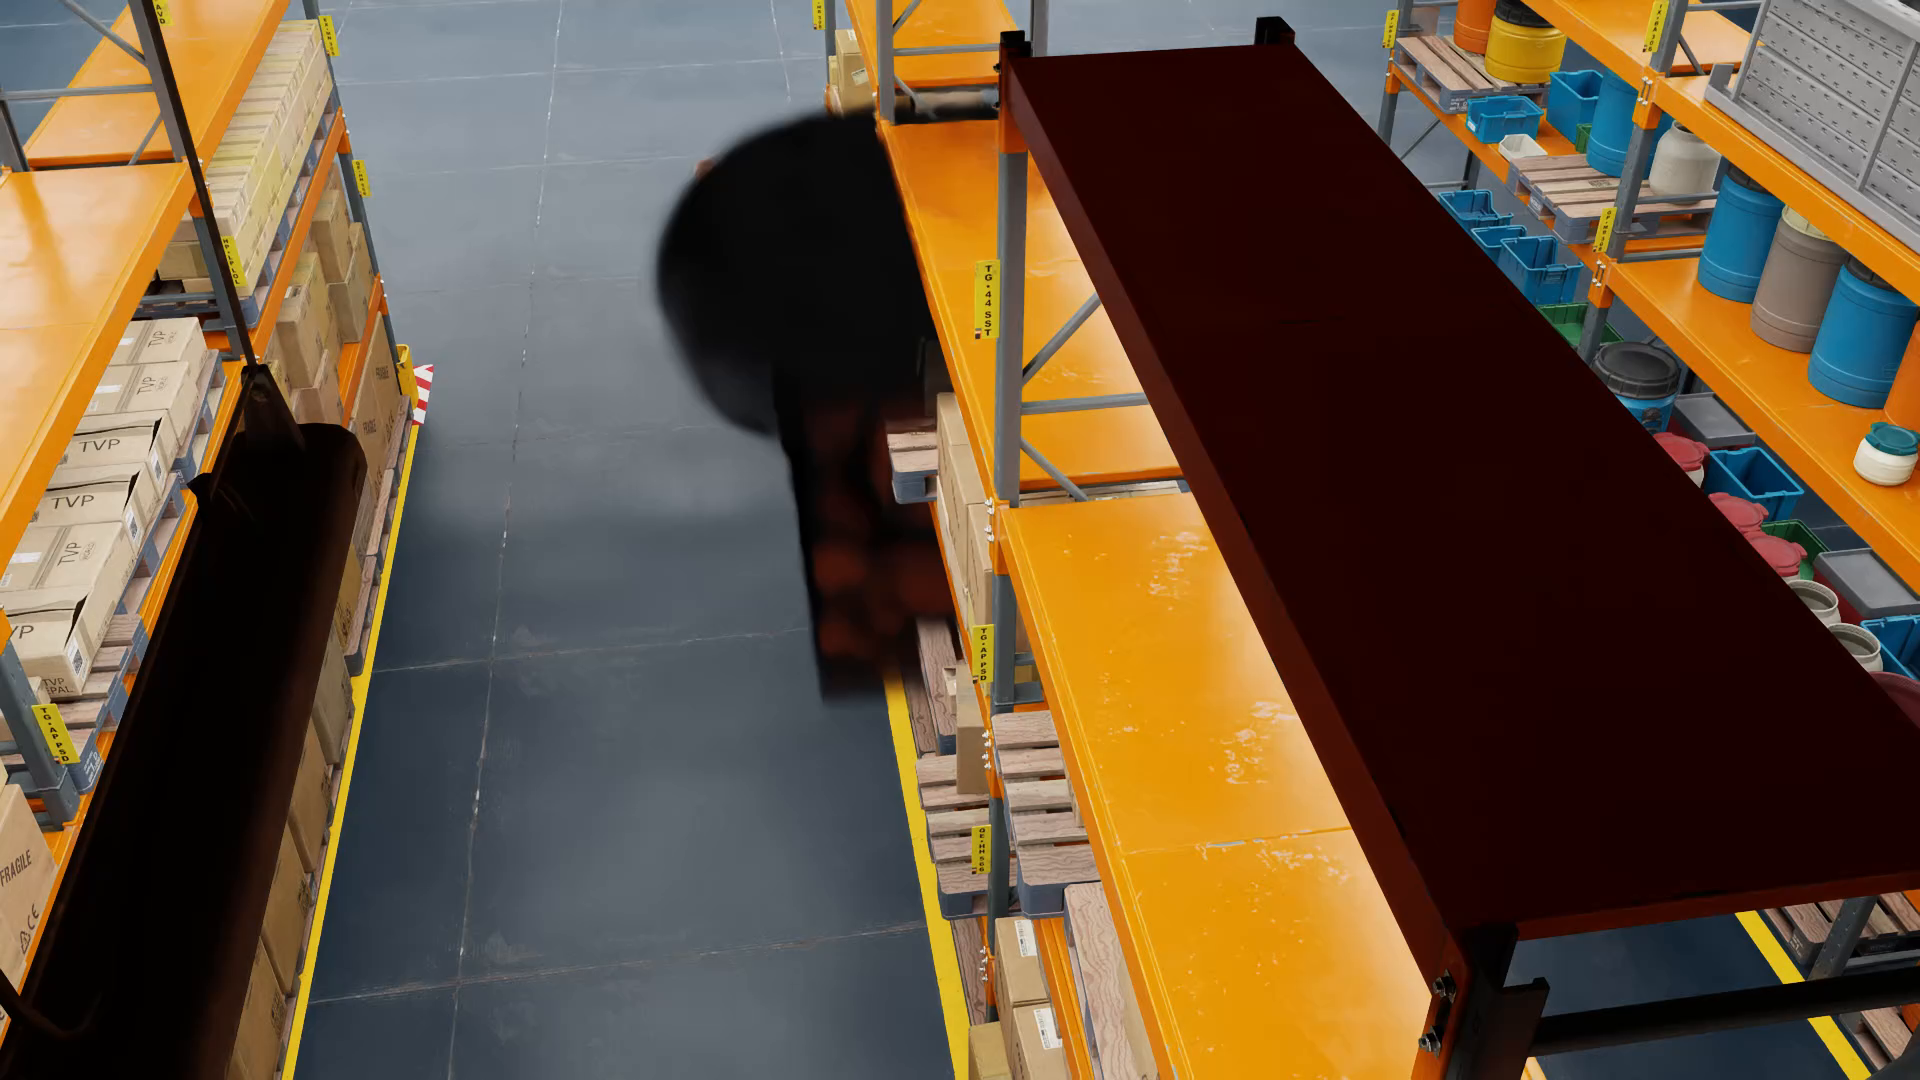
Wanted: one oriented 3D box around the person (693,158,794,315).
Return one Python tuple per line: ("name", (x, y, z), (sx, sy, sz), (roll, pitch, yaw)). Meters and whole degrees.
("person", (-2.184, -2.996, 16.320), (0.835, 1.448, 0.692), (4, 37, 6))
